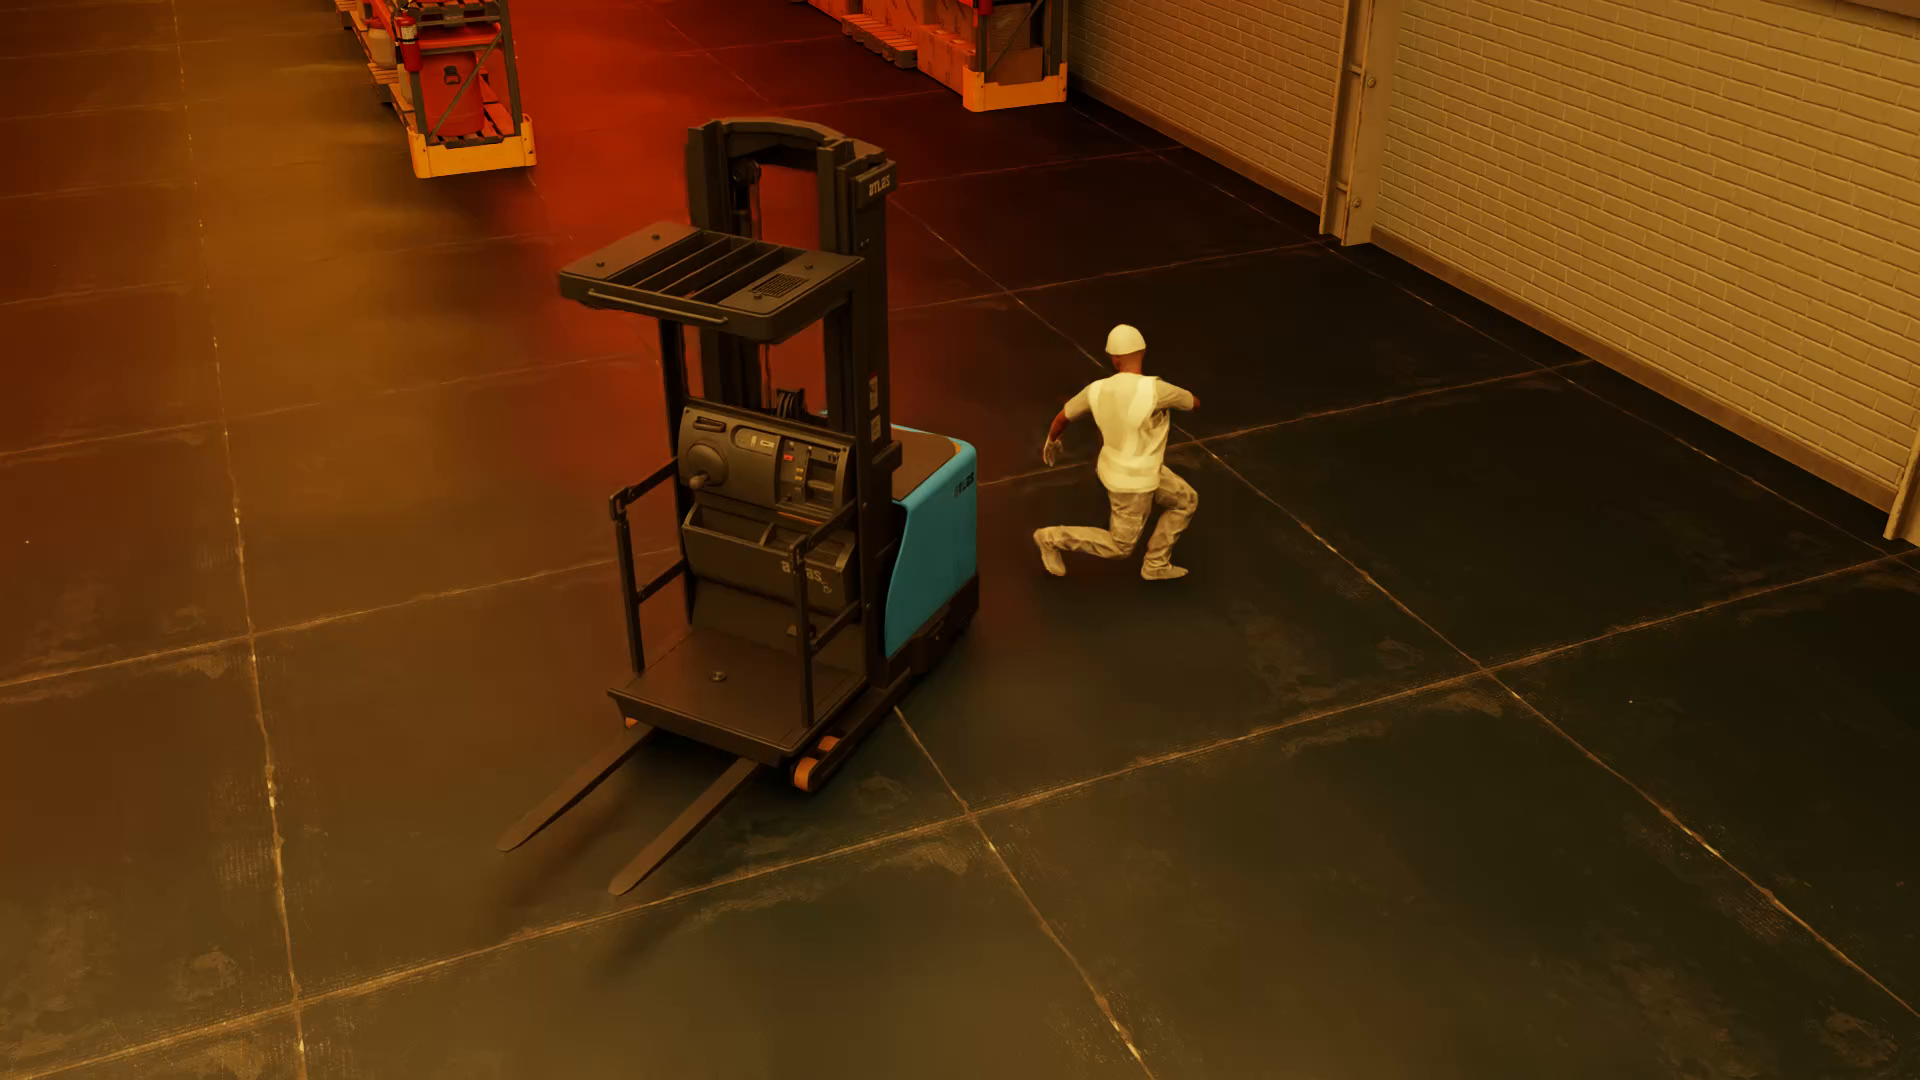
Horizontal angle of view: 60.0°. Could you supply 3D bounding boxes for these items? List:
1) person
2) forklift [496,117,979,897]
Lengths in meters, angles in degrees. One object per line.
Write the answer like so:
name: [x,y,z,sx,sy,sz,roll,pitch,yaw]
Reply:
person: [0.889,-0.475,9.425,0.939,1.543,0.697,-5,30,-8]
forklift: [-1.029,-0.320,7.680,1.130,2.935,3.031,15,33,24]
